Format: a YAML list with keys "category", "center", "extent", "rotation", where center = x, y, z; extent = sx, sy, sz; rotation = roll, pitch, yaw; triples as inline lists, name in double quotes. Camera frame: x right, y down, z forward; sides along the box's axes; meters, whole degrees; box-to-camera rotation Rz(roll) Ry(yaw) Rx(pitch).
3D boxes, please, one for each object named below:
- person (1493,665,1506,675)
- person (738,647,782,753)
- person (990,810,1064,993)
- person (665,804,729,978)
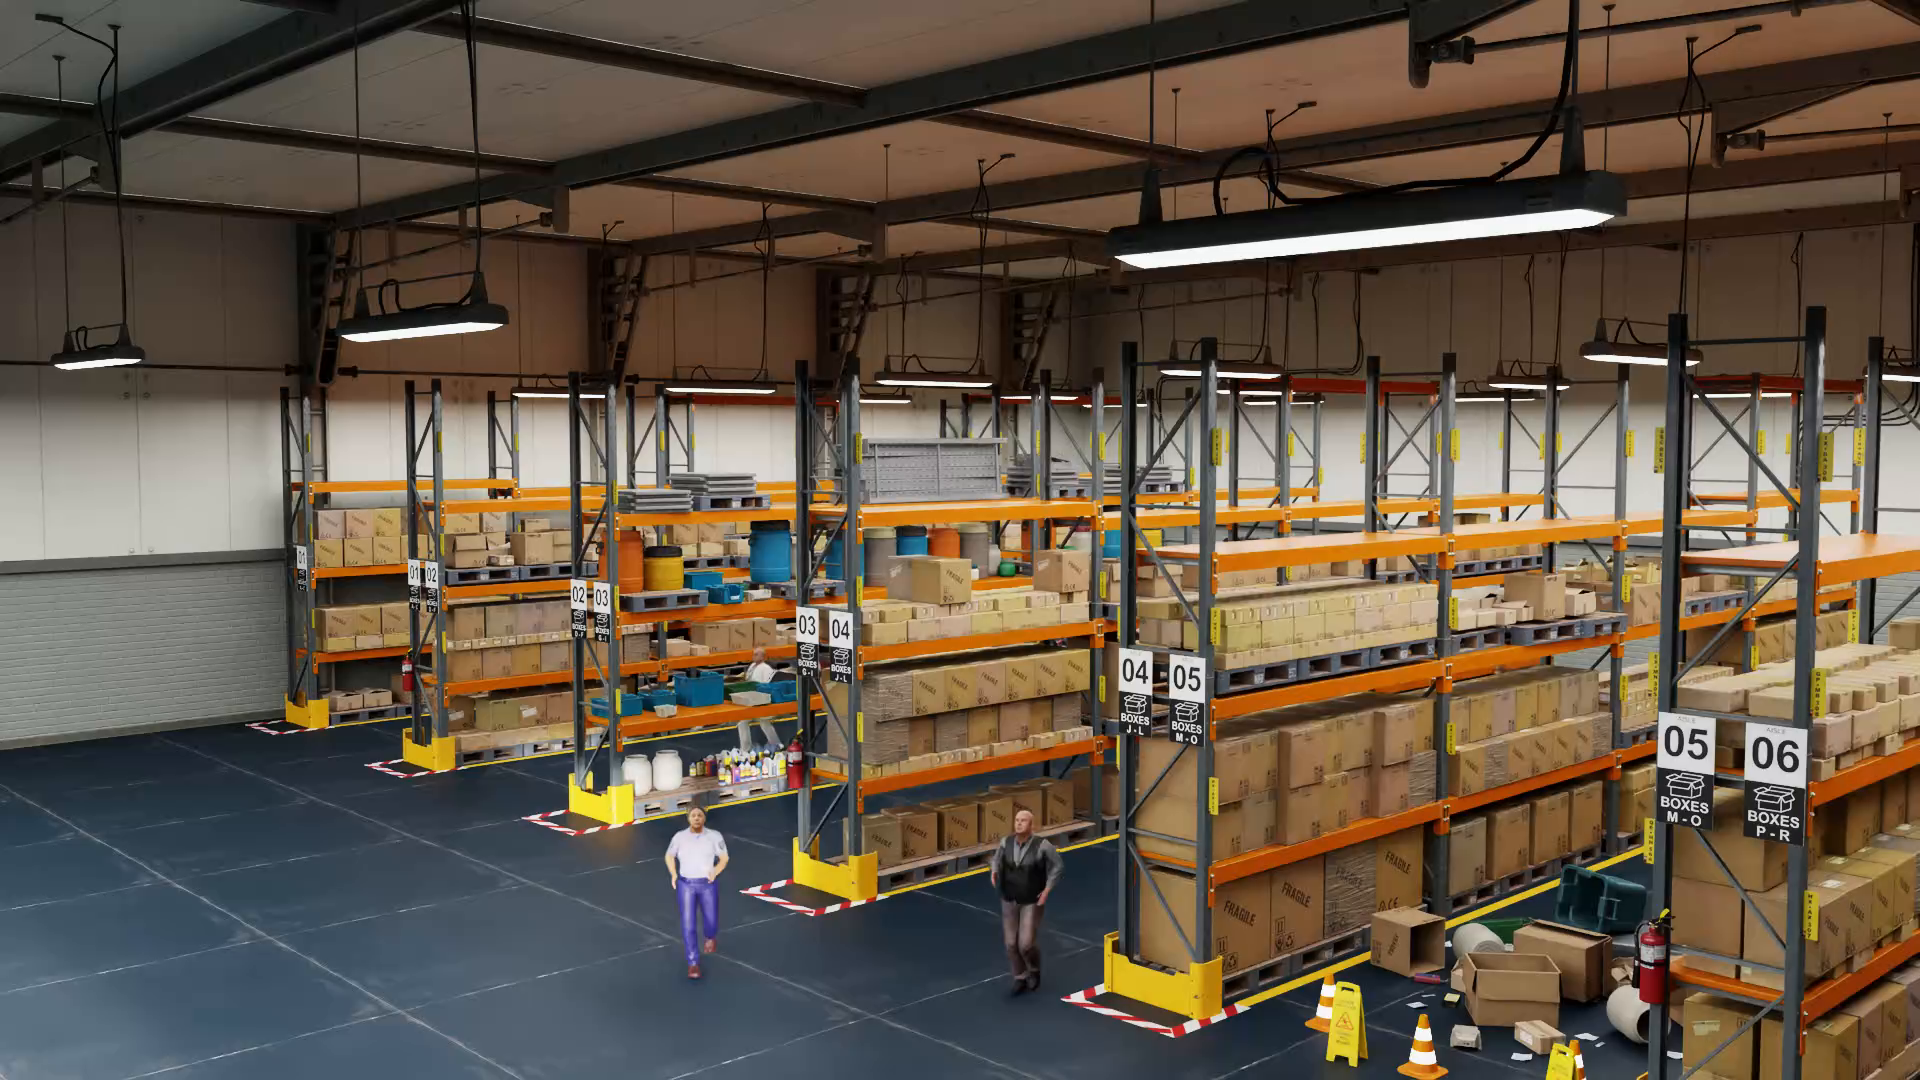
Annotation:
- category: "person"
  center: [8.360, 2.727, 25.805]
  extent: [0.524, 1.640, 0.713]
  rotation: [4, 5, 44]
- category: "person"
  center: [-3.158, 2.602, 26.134]
  extent: [0.672, 1.840, 0.855]
  rotation: [3, 5, 40]
- category: "person"
  center: [0.552, 3.341, 15.296]
  extent: [0.681, 1.695, 0.584]
  rotation: [2, 4, 26]
- category: "person"
  center: [-2.536, 3.350, 16.019]
  extent: [0.613, 1.580, 0.688]
  rotation: [0, 4, -8]
